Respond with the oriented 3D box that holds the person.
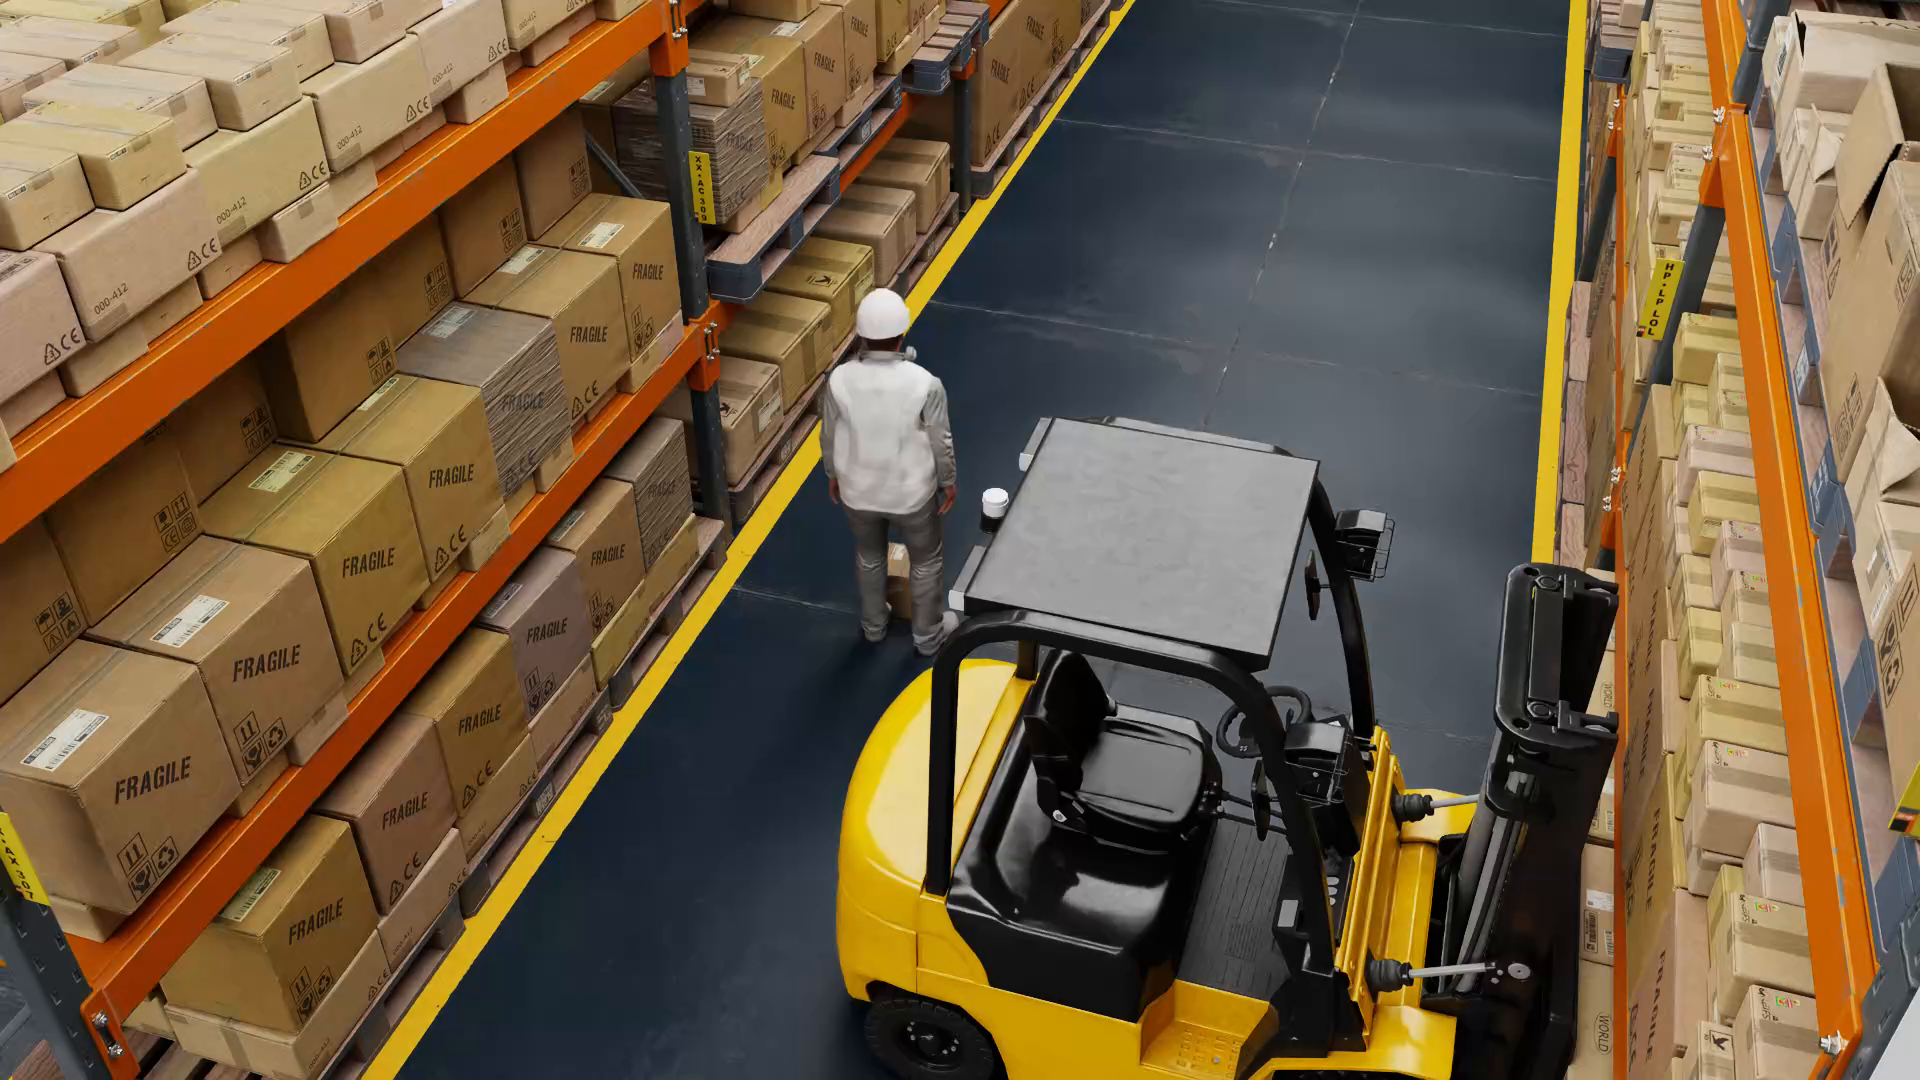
[{"bbox_3d":[-0.304,-0.258,7.216,0.582,1.770,0.470,6,37,8],"label":"person"}]
